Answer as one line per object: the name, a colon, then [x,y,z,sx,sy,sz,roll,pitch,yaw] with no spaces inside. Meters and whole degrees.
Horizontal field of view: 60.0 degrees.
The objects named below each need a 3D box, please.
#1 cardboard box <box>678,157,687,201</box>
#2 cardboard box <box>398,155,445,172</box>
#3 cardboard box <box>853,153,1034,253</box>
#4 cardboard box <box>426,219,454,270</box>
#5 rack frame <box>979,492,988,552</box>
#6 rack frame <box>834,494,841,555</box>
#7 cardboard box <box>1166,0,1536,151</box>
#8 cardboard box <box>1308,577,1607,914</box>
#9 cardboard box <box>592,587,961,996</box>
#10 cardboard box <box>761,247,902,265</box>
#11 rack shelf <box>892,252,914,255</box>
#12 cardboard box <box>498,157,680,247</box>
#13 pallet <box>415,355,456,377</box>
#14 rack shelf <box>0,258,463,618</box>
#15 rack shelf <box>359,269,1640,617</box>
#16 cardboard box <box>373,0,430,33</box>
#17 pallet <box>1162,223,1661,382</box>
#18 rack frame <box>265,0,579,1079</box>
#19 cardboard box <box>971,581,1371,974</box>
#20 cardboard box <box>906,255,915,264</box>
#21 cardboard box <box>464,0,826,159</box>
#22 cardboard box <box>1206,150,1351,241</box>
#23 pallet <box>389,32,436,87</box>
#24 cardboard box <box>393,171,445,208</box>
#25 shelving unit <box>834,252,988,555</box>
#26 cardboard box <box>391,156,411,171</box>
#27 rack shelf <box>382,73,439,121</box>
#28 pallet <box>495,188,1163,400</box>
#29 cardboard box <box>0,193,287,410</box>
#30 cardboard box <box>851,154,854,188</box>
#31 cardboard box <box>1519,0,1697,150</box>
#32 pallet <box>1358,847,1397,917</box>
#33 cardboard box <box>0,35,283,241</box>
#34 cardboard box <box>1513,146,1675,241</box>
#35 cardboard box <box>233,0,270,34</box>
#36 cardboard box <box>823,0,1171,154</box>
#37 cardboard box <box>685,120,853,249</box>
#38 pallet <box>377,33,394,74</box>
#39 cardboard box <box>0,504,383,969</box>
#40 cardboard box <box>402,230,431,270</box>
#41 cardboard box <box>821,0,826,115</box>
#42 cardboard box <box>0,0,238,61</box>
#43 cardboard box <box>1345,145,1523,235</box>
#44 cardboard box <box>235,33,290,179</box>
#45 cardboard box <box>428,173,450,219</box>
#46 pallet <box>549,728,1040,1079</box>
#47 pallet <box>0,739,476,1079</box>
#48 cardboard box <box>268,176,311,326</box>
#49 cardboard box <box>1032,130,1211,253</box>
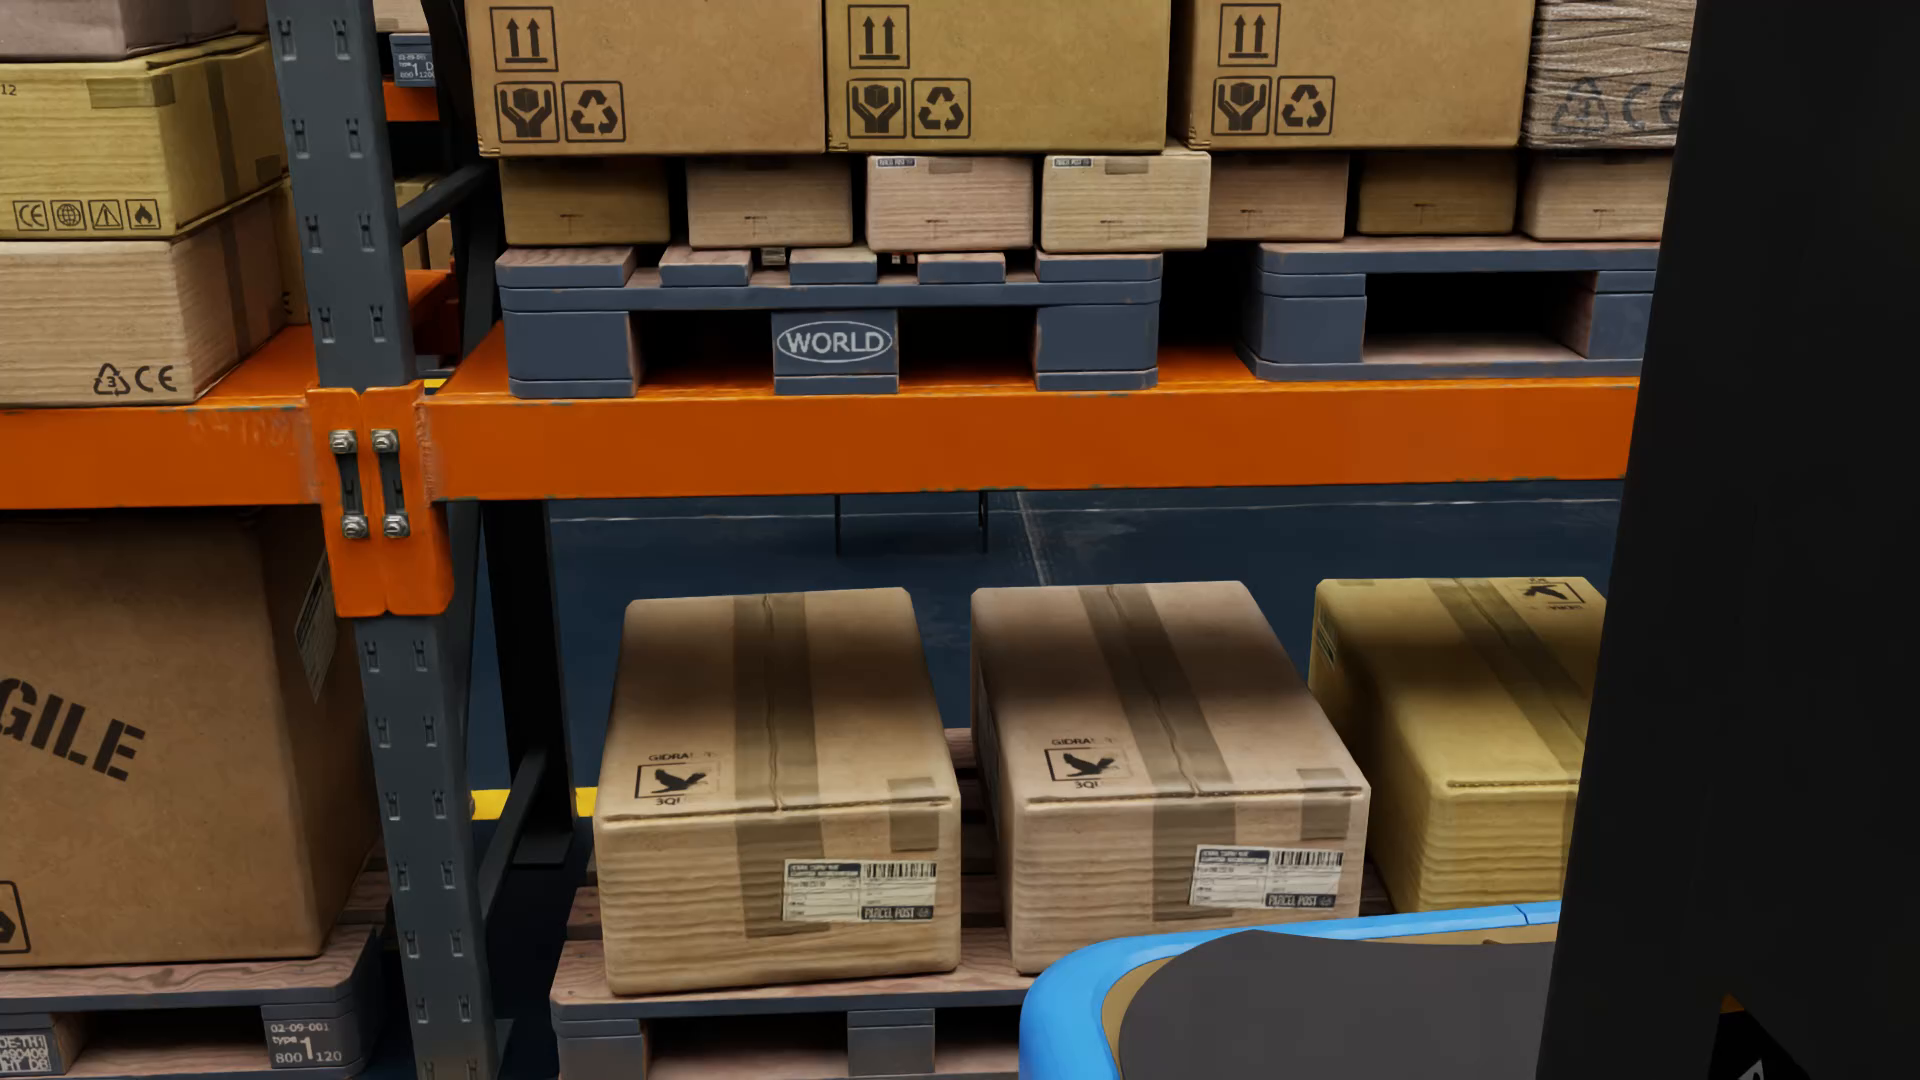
cardboard box: [-0.616,-0.740,3.111,0.250,0.149,0.380,0,21,-1]
cardboard box: [-2.543,-1.763,8.048,0.250,0.149,0.380,-2,21,-6]
cardboard box: [-0.035,-0.573,2.673,0.250,0.149,0.380,-3,21,-7]
cardboard box: [-2.127,-1.270,7.665,0.500,0.500,0.500,-1,21,-4]
rack frame: [0.078,-0.562,5.412,0.015,1.200,0.240,-1,21,-3]
rack frame: [-0.409,-0.552,5.386,0.015,1.200,0.240,-1,21,-3]
cardboard box: [0.582,-0.906,2.636,0.500,0.500,0.500,-1,21,-2]
cardboard box: [1.128,0.422,3.400,0.625,0.372,0.950,0,21,-1]
cardboard box: [-0.365,0.453,3.318,0.625,0.372,0.950,-3,21,-7]
cardboard box: [-0.594,-1.428,7.903,0.625,0.625,0.875,-1,21,-1]
rack shelf: [-0.165,-0.925,5.259,0.480,0.148,0.258,-1,21,-3]
cardboard box: [-0.595,-0.590,2.718,0.250,0.149,0.380,-2,21,-6]
pallet: [-1.965,-1.029,8.027,1.213,0.211,1.003,-1,21,-3]
rack shelf: [-2.927,-0.194,2.925,4.000,0.370,1.077,-1,21,-3]
rack shelf: [1.067,-0.275,3.139,4.000,0.370,1.077,-1,21,-3]
cardboard box: [-2.252,-2.324,7.129,0.500,0.250,0.500,-2,21,-6]
pallet: [1.044,-0.536,3.082,1.213,0.211,1.003,-1,21,-3]
rack frame: [-0.930,-0.571,2.904,0.127,3.000,1.000,-1,21,-3]
cardboard box: [0.371,0.435,3.364,0.625,0.372,0.950,-2,21,-4]
cardboard box: [0.058,-1.444,7.946,0.625,0.625,0.875,0,21,-1]
cardboard box: [-0.468,-0.880,2.567,0.500,0.500,0.500,-2,21,-5]
cardboard box: [0.477,-0.604,2.754,0.250,0.149,0.380,0,21,0]
pallet: [-1.890,-2.205,7.468,1.003,0.211,1.213,-1,21,-3]
cardboard box: [-2.498,-1.570,7.539,0.250,0.149,0.380,-1,21,-1]
shelving unit: [-0.165,-0.557,5.399,0.503,1.200,0.258,-1,21,-3]
cardboard box: [-2.801,-1.741,7.988,0.250,0.149,0.380,-2,21,-4]
rack shelf: [-3.214,-1.957,7.556,4.000,0.370,1.077,-1,21,-3]
pallet: [-0.225,-0.533,3.075,1.003,0.211,1.213,-1,21,-3]
cardboard box: [-1.420,-0.398,2.661,0.500,0.250,0.500,-2,21,-5]
cardboard box: [-0.104,-0.792,3.248,0.250,0.149,0.380,-1,21,-4]
cardboard box: [1.082,-0.913,2.655,0.500,0.500,0.500,-2,21,-5]
pallet: [1.065,0.694,3.503,1.213,0.211,1.003,-1,21,-3]
cardboard box: [-1.399,-0.634,2.579,0.500,0.250,0.500,-1,21,-3]
cardboard box: [1.021,-0.606,2.759,0.250,0.149,0.380,-1,21,-1]
cardboard box: [-1.436,-1.161,2.910,0.500,0.500,0.500,-2,21,-5]
cardboard box: [0.052,-0.893,2.601,0.500,0.500,0.500,0,21,0]
cardboard box: [-0.311,-0.584,2.702,0.250,0.149,0.380,-2,21,-6]
pallet: [-3.158,-2.203,7.461,1.213,0.211,1.003,-1,21,-3]
cardboard box: [-1.624,0.211,3.248,0.875,0.875,0.875,-1,21,-4]
cardboard box: [-2.650,-1.259,7.635,0.500,0.500,0.500,0,21,-1]
cardboard box: [-0.492,-1.061,3.042,0.500,0.500,0.500,-2,21,-5]
cardboard box: [-1.431,-0.981,2.437,0.500,0.500,0.500,-2,21,-5]
cardboard box: [0.757,-0.623,2.806,0.250,0.149,0.380,0,21,-1]
cardboard box: [-1.450,-0.812,3.045,0.500,0.250,0.500,-1,21,-3]
cardboard box: [-2.232,-1.559,7.511,0.250,0.149,0.380,-2,21,-5]
pallet: [-0.150,0.717,3.440,1.213,0.211,1.003,-1,21,-3]
pallet: [-1.722,0.722,3.428,1.213,0.211,1.003,-1,21,-3]
cardboard box: [-1.433,-0.580,3.139,0.500,0.250,0.500,-2,21,-4]
cardboard box: [0.241,-0.571,2.669,0.250,0.149,0.380,-1,21,-3]
